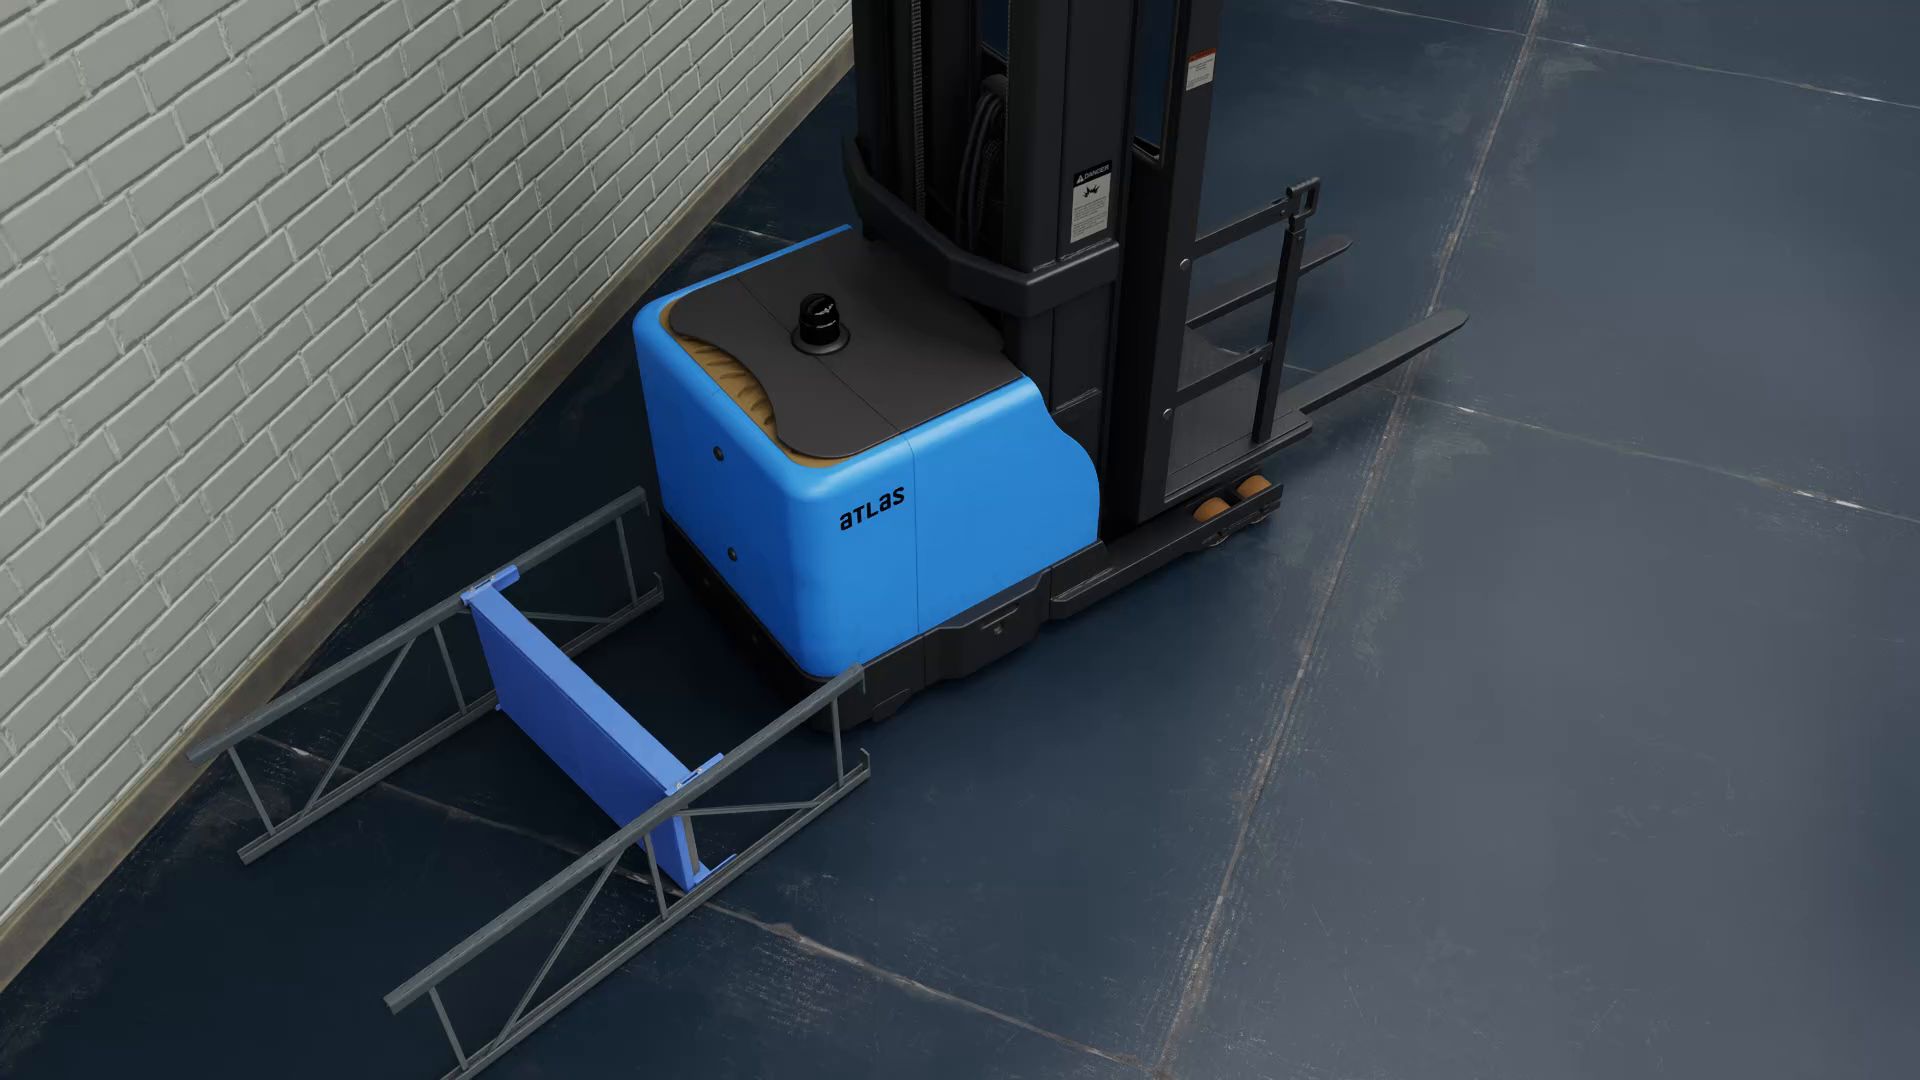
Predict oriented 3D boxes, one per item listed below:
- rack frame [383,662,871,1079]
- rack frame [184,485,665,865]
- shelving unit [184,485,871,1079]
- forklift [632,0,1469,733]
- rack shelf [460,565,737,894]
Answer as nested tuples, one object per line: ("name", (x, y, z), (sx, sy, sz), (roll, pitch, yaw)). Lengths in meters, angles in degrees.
("rack frame", (-0.817, 0.896, 4.468), (1.500, 0.500, 0.032), (-35, 54, -30))
("rack frame", (-1.527, 0.383, 4.983), (1.500, 0.500, 0.032), (-35, 54, -30))
("shelving unit", (-1.172, 0.640, 4.725), (1.500, 0.538, 1.048), (-35, 54, -30))
("forklift", (0.505, -1.296, 4.974), (3.031, 2.935, 1.130), (-27, 51, -24))
("rack shelf", (-1.043, 0.551, 4.814), (0.185, 0.538, 1.000), (-35, 54, -30))
